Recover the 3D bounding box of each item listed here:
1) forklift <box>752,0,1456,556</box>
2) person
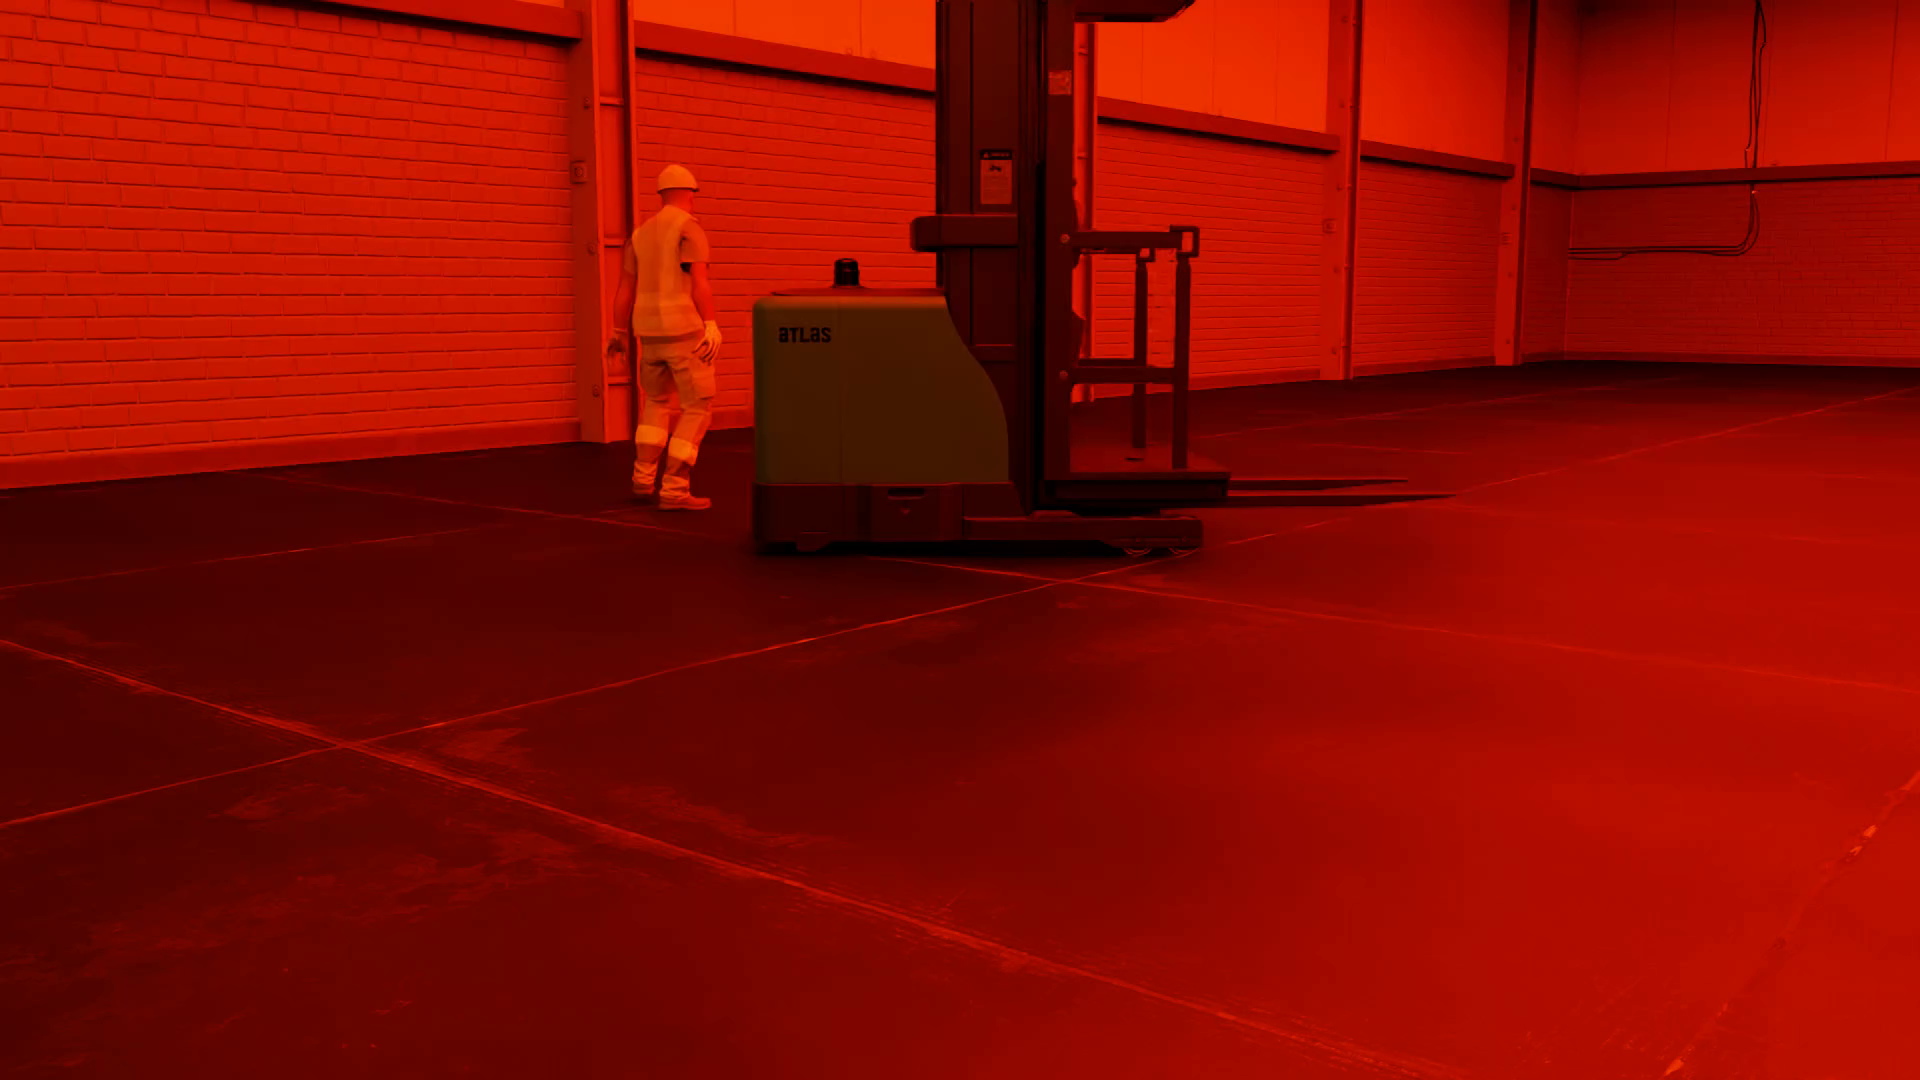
[{"bbox_3d":[0.619,-1.459,7.251,3.031,2.935,1.130,-1,8,-4],"label":"forklift"},{"bbox_3d":[-1.455,-1.037,8.516,0.867,1.744,0.463,7,11,38],"label":"person"}]
